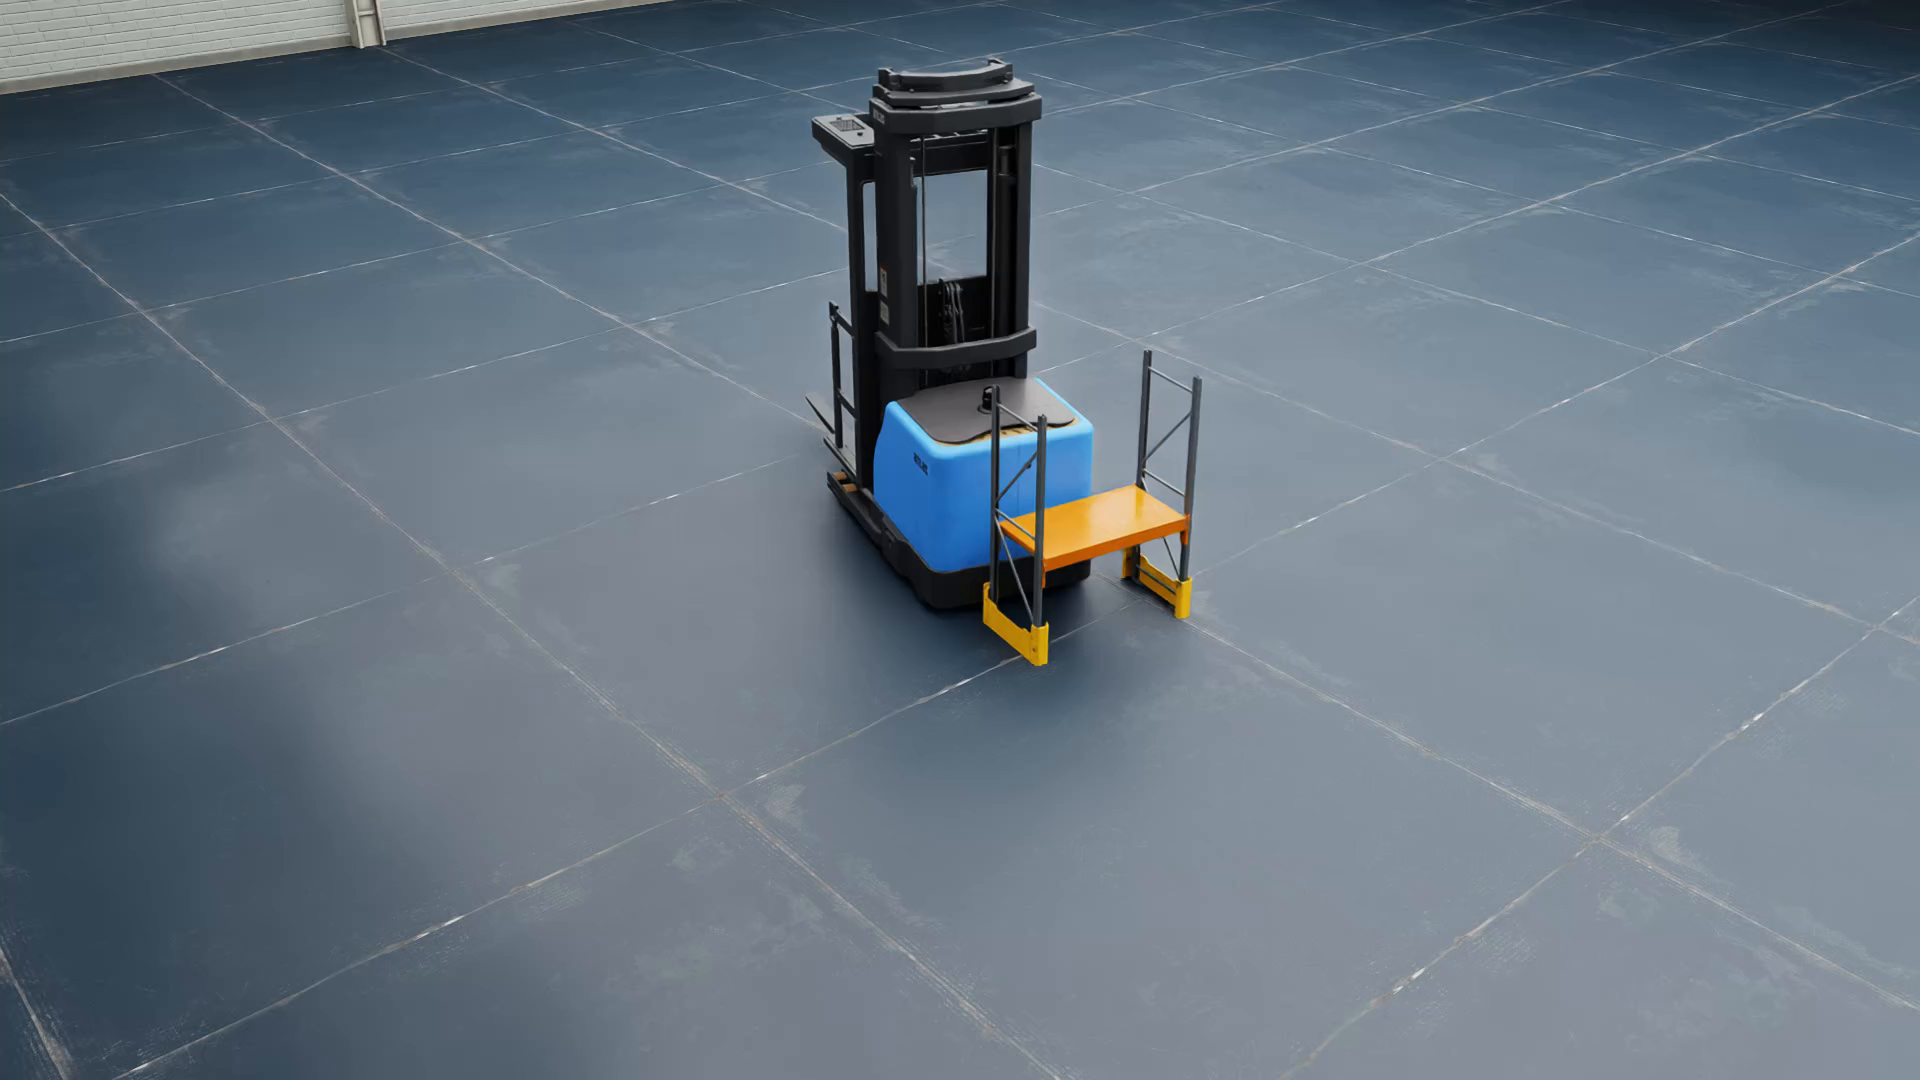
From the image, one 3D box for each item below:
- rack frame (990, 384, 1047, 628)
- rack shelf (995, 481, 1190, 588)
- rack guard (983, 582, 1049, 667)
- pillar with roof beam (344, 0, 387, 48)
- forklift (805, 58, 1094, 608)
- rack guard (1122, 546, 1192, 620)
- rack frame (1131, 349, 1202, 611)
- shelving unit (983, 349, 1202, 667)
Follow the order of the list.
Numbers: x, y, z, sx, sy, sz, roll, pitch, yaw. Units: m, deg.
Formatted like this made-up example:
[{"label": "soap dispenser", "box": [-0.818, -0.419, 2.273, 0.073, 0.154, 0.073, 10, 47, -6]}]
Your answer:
[{"label": "rack frame", "box": [0.312, -0.078, 9.163, 0.032, 1.500, 0.500, -16, 32, -27]}, {"label": "rack shelf", "box": [0.748, -0.042, 9.477, 1.000, 0.185, 0.538, -16, 32, -27]}, {"label": "rack guard", "box": [0.313, 0.473, 9.458, 0.087, 0.250, 0.587, -16, 32, -27]}, {"label": "pillar with roof beam", "box": [-5.718, -9.558, 18.946, 0.400, 9.000, 9.100, -22, 35, -35]}, {"label": "forklift", "box": [-0.240, -1.567, 10.431, 1.130, 2.935, 3.031, -11, 30, -20]}, {"label": "rack guard", "box": [1.168, 0.232, 9.908, 0.087, 0.250, 0.587, -16, 32, -27]}, {"label": "rack frame", "box": [1.185, -0.324, 9.623, 0.032, 1.500, 0.500, -16, 32, -27]}, {"label": "shelving unit", "box": [0.740, -0.198, 9.388, 1.083, 1.500, 0.587, -16, 32, -27]}]
